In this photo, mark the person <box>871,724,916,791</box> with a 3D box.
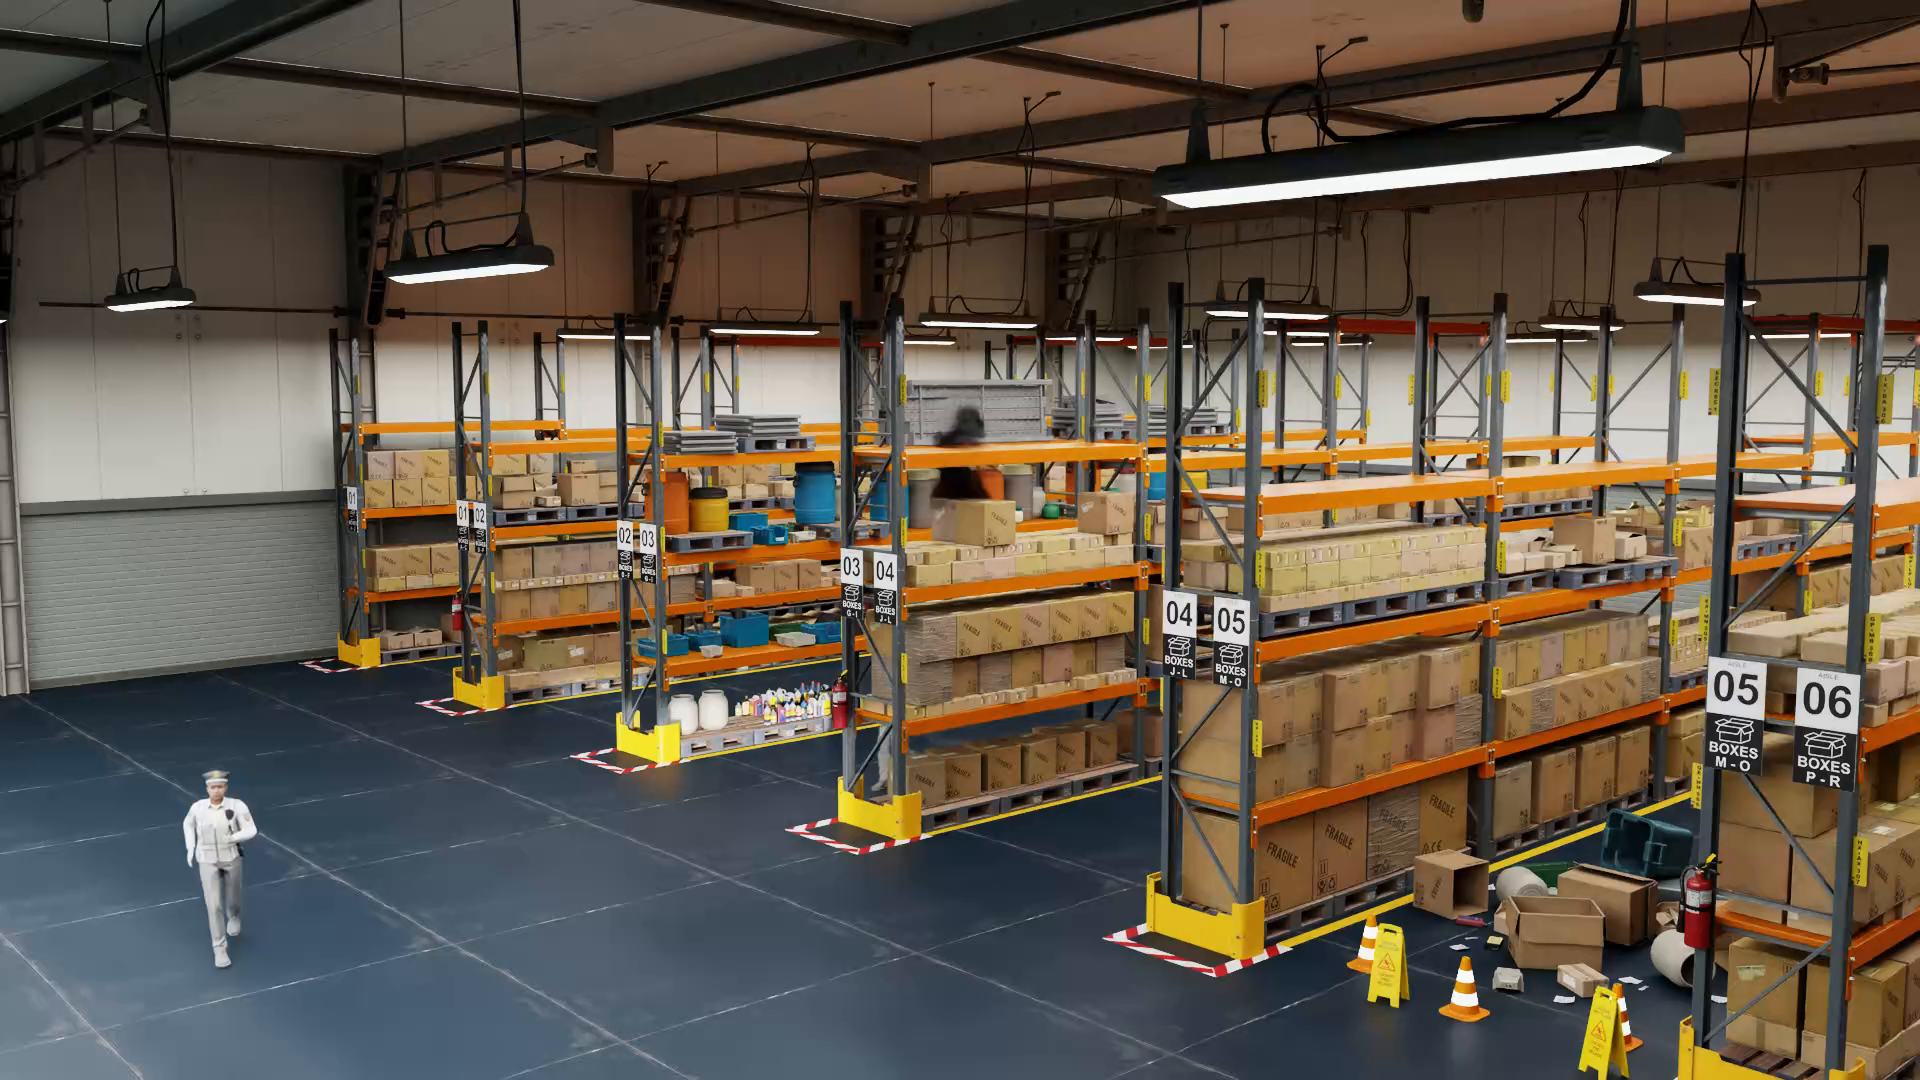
[{"bbox_3d":[-0.801,2.281,20.860,0.627,1.658,0.787,5,8,43],"label":"person"}]

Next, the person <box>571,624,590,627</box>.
[{"bbox_3d":[-6.653,1.426,29.414,0.657,1.671,0.612,5,8,42],"label":"person"}]

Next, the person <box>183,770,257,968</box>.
[{"bbox_3d":[-6.562,2.846,14.769,0.612,1.677,0.901,-2,6,-21],"label":"person"}]
